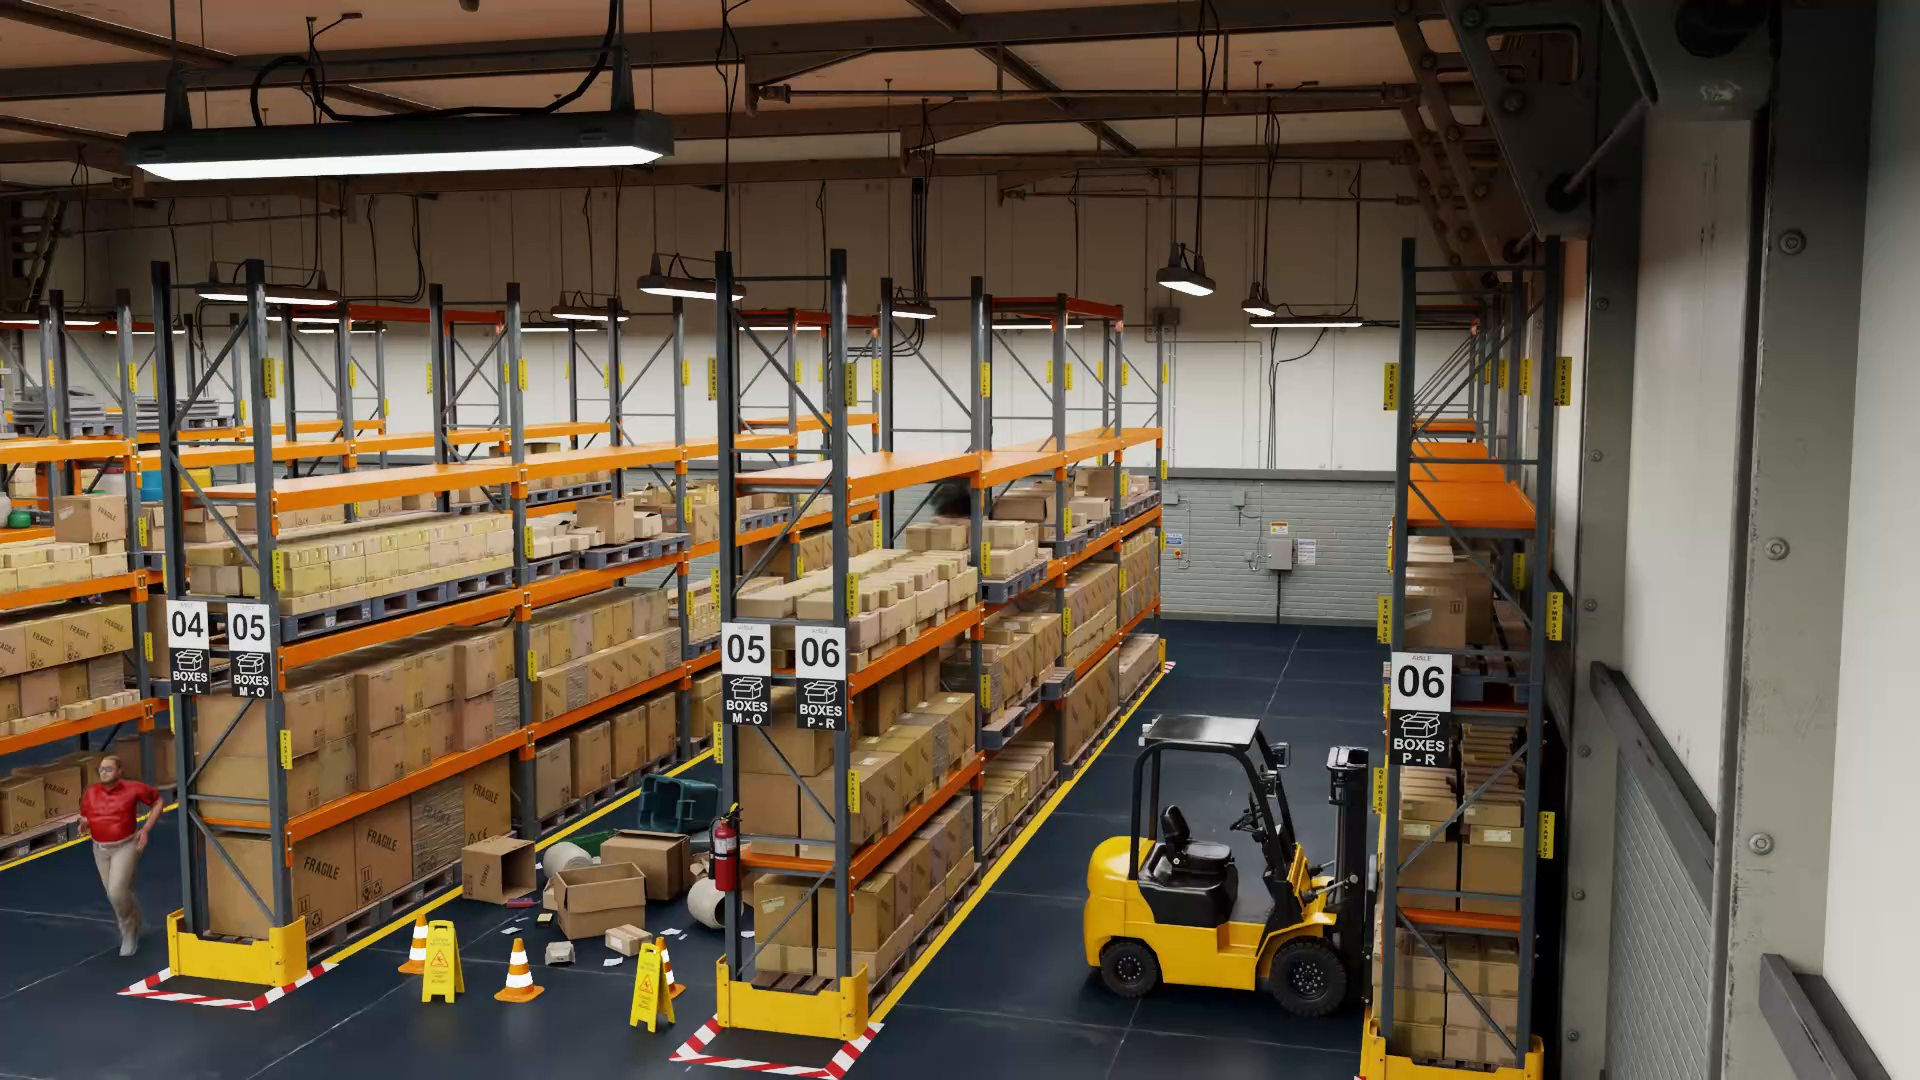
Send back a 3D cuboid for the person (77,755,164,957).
[{"bbox_3d":[-7.439,2.782,14.663,0.638,1.787,0.767,1,6,5],"label":"person"}]
